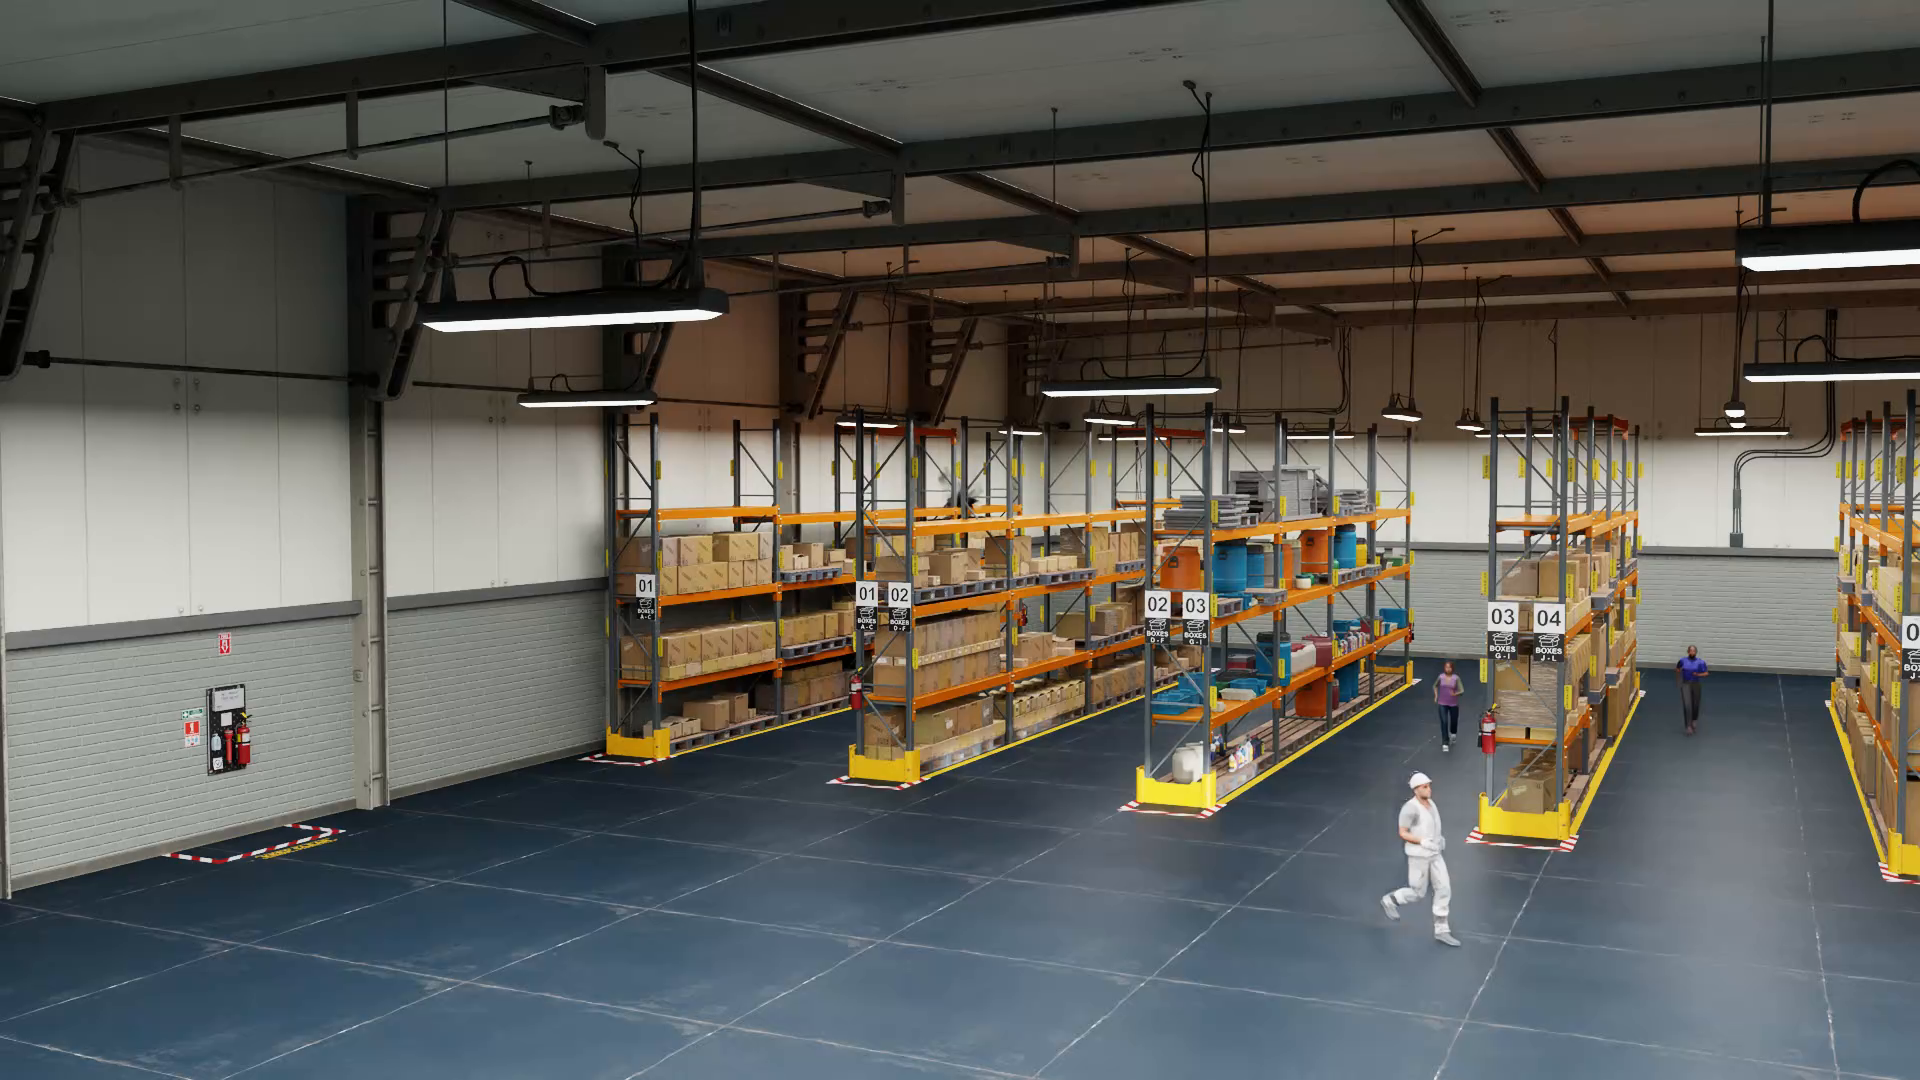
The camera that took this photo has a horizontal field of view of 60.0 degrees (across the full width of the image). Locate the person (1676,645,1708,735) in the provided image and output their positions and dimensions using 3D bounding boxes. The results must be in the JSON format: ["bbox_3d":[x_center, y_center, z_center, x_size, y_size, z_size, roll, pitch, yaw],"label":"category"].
[{"bbox_3d":[13.916,2.825,31.618,0.567,1.647,0.907,1,3,24],"label":"person"}]

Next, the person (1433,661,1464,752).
[{"bbox_3d":[8.735,2.956,29.762,0.547,1.570,0.822,1,3,20],"label":"person"}]

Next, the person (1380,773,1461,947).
[{"bbox_3d":[4.947,3.374,17.776,0.671,1.774,0.957,-2,3,-37],"label":"person"}]
